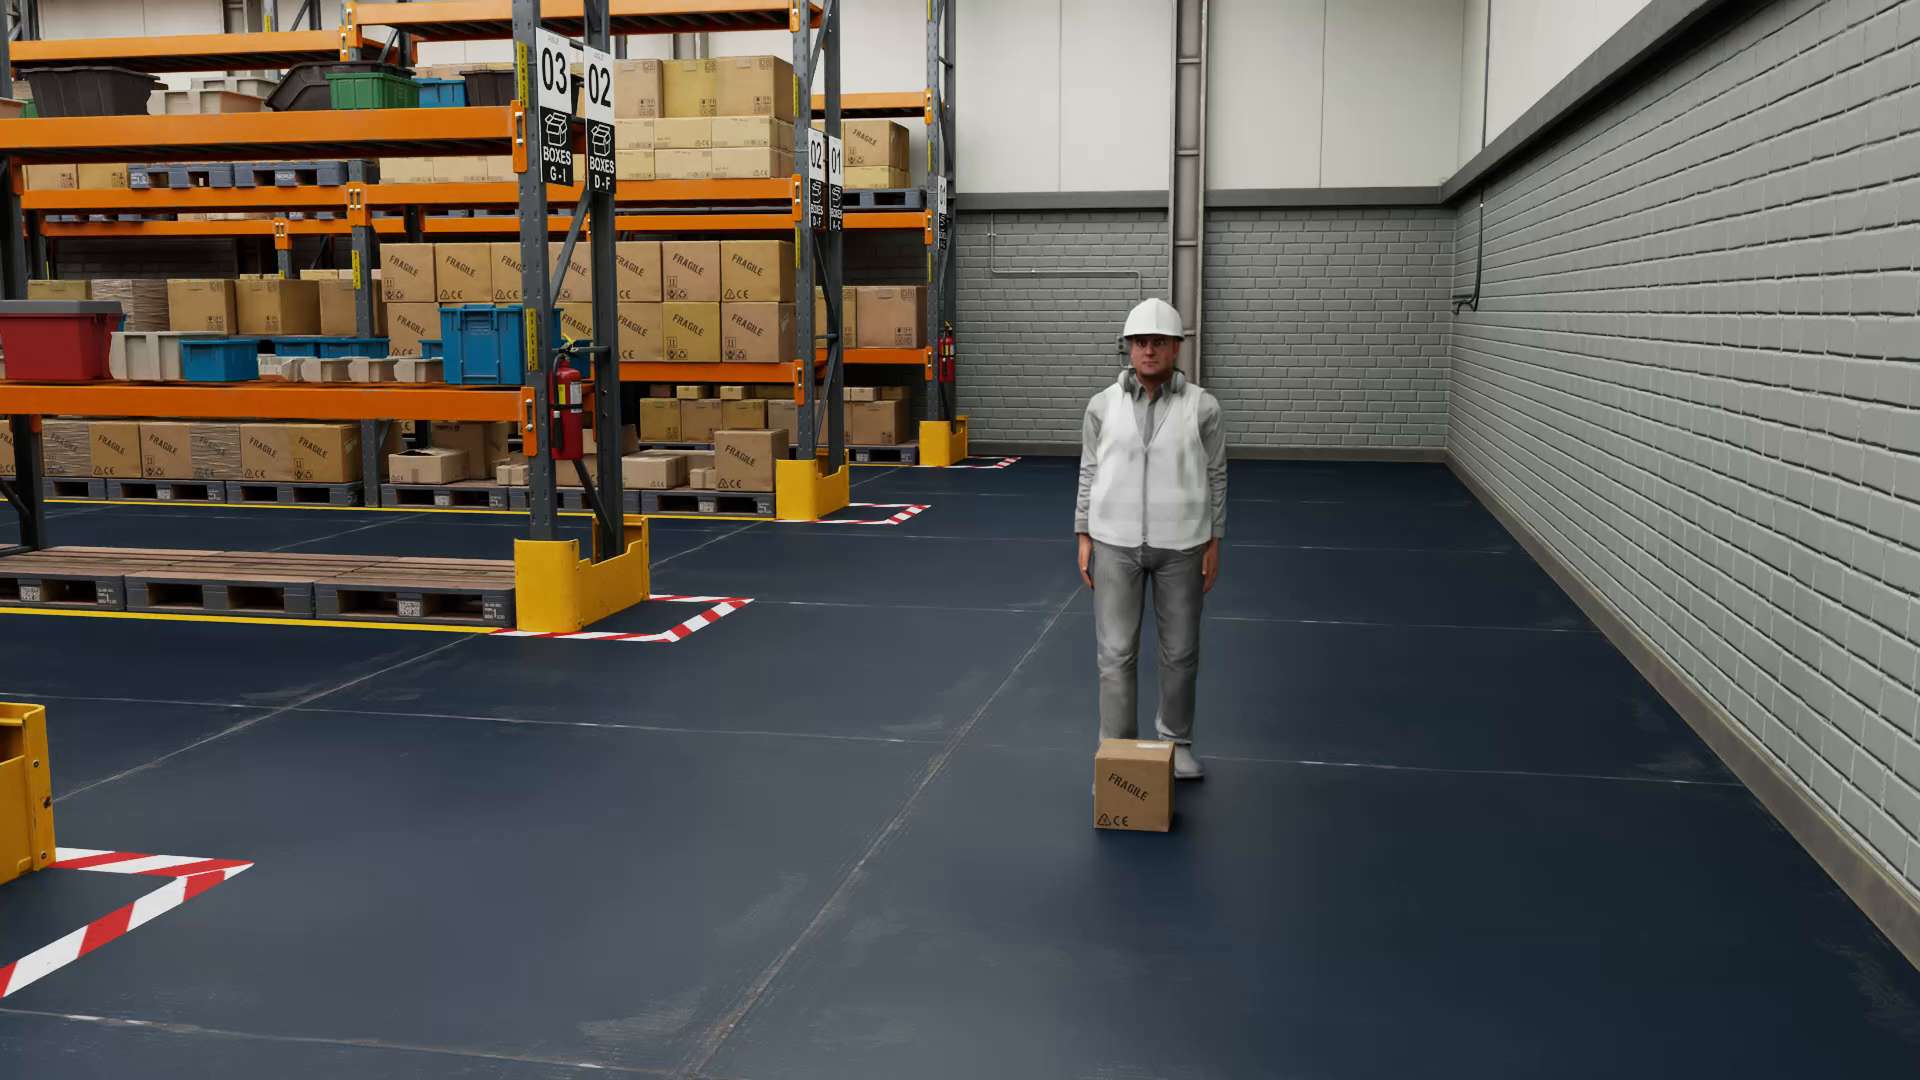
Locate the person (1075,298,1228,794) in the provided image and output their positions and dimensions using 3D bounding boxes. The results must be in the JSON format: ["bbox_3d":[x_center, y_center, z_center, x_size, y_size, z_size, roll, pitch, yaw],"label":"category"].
[{"bbox_3d":[0.682,0.023,6.018,0.553,1.777,0.660,2,8,12],"label":"person"}]
